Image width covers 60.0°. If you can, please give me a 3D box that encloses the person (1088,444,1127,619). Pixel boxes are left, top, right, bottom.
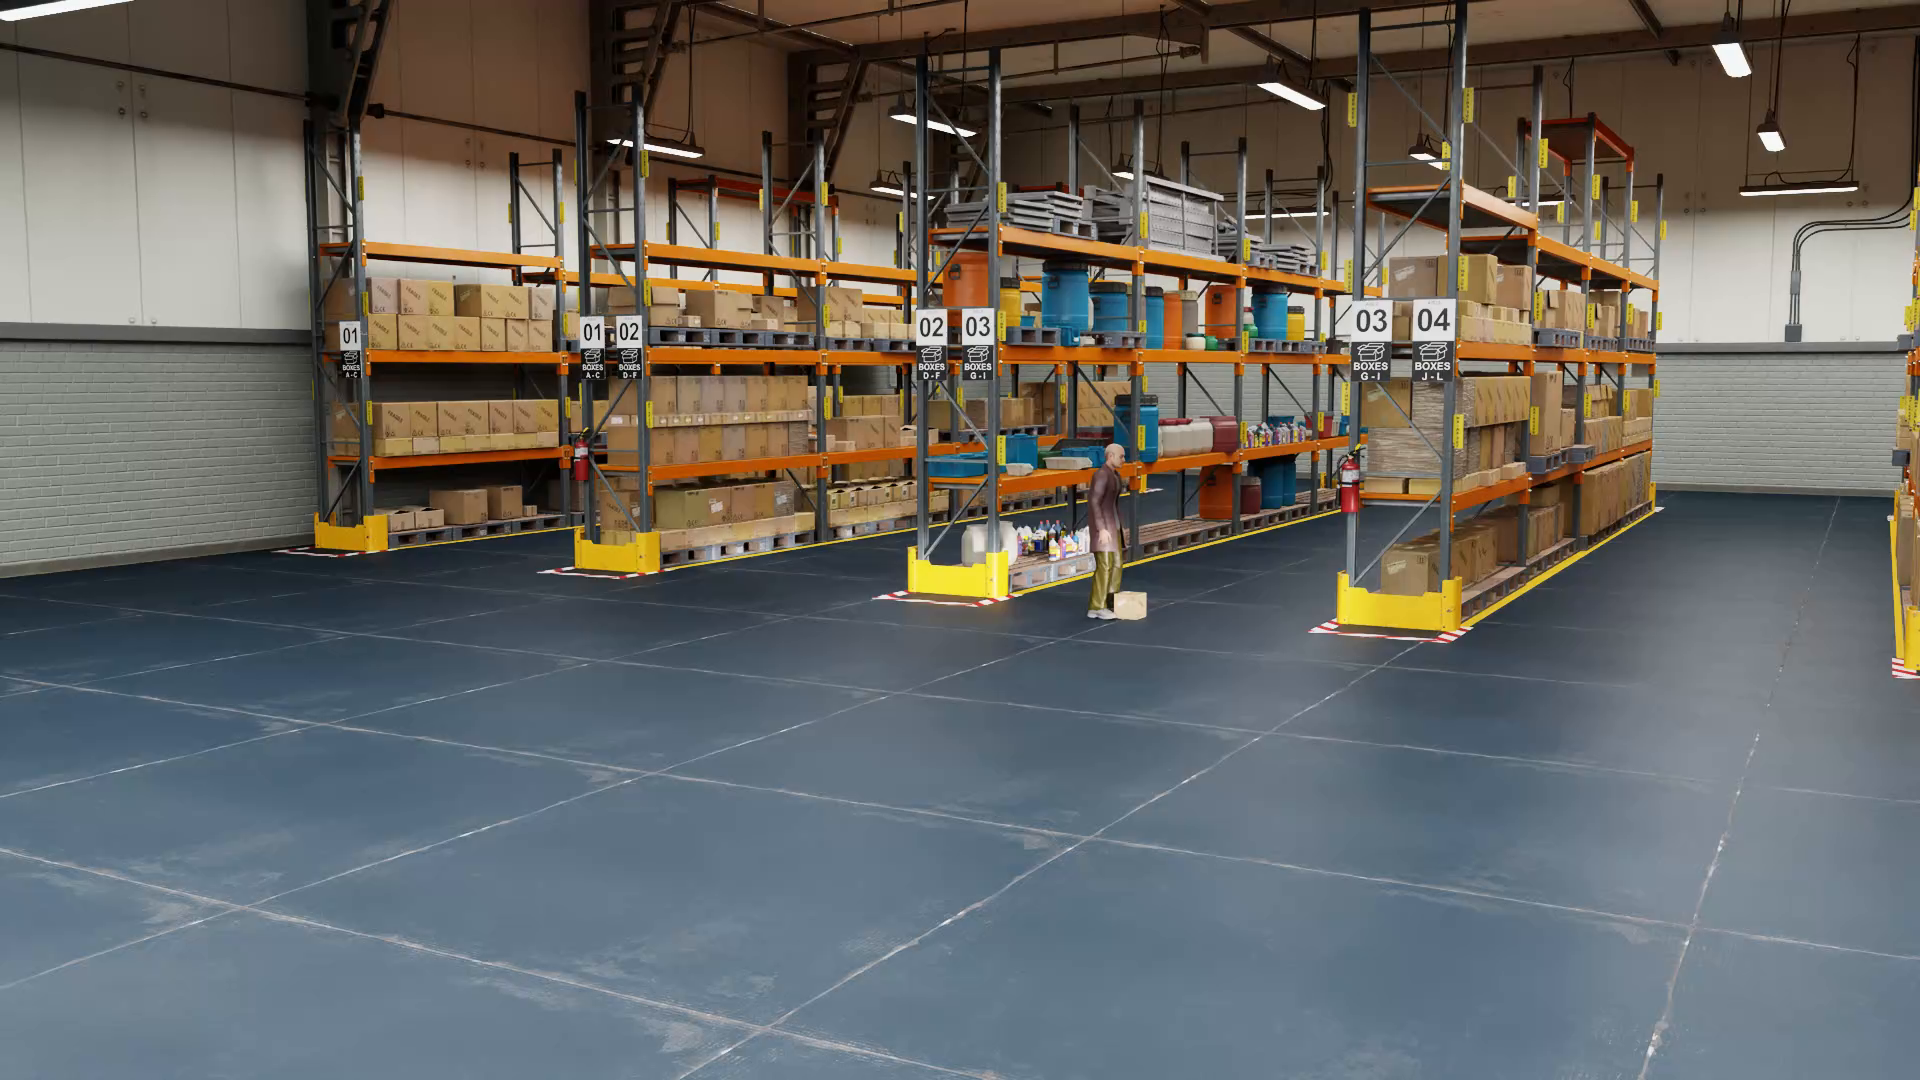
[{"bbox_3d":[1.527,-0.102,17.062,0.419,1.775,0.655,3,6,26],"label":"person"}]
